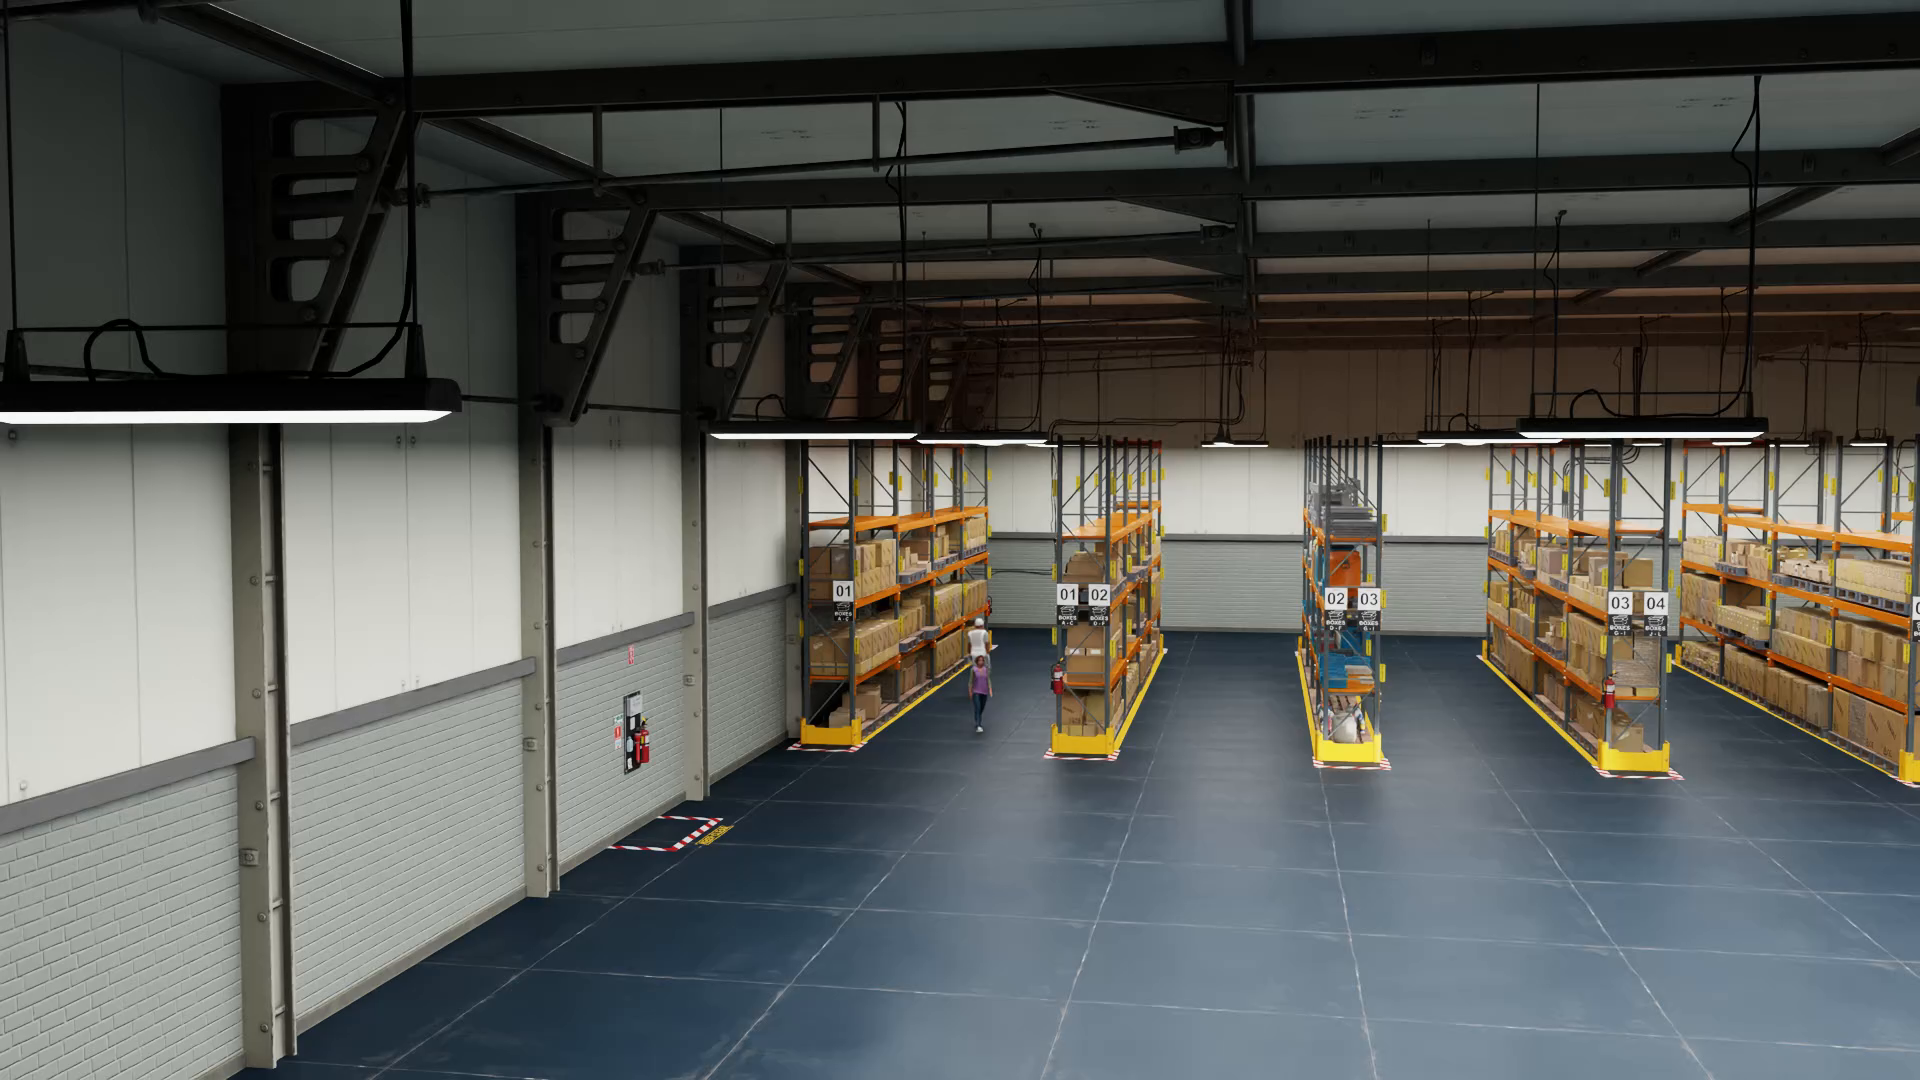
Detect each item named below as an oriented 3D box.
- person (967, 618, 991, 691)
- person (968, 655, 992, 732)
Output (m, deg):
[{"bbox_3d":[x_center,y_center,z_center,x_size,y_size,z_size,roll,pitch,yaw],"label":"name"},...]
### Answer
[{"bbox_3d":[0.443,2.718,38.970,0.595,1.774,0.474,2,3,27],"label":"person"},{"bbox_3d":[0.392,3.109,33.865,0.479,1.532,0.978,-2,3,-27],"label":"person"}]
